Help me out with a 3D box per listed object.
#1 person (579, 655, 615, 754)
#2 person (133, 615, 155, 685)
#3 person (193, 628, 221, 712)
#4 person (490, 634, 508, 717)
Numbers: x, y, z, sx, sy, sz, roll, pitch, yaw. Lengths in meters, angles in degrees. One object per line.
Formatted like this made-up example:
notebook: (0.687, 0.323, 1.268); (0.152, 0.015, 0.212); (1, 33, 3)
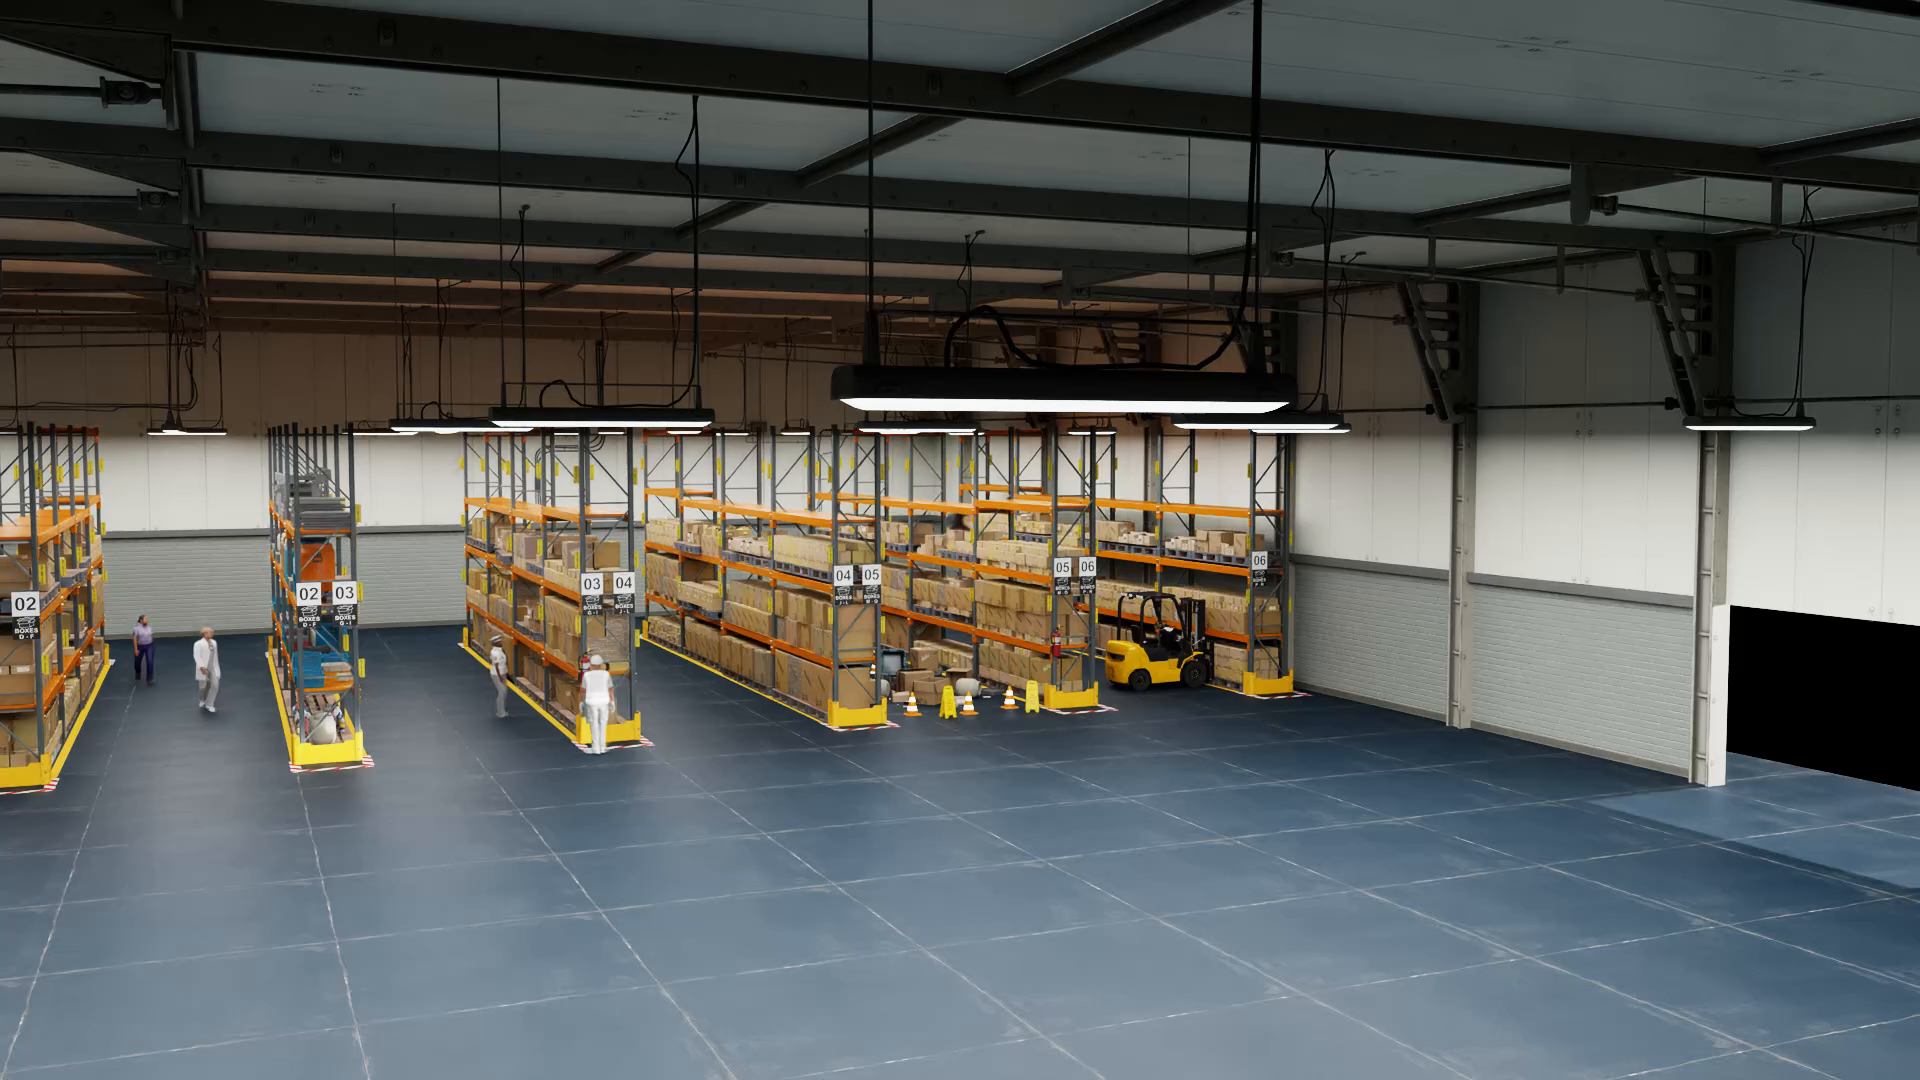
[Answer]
person: (-6.590, 2.986, 30.199); (0.628, 1.804, 0.397); (-1, 4, -14)
person: (-18.989, 2.538, 38.700); (0.458, 1.616, 0.665); (-2, 4, -26)
person: (-15.858, 2.770, 35.069); (0.737, 1.681, 0.654); (3, 5, 42)
person: (-9.467, 2.826, 34.356); (0.466, 1.745, 0.468); (1, 4, 10)
